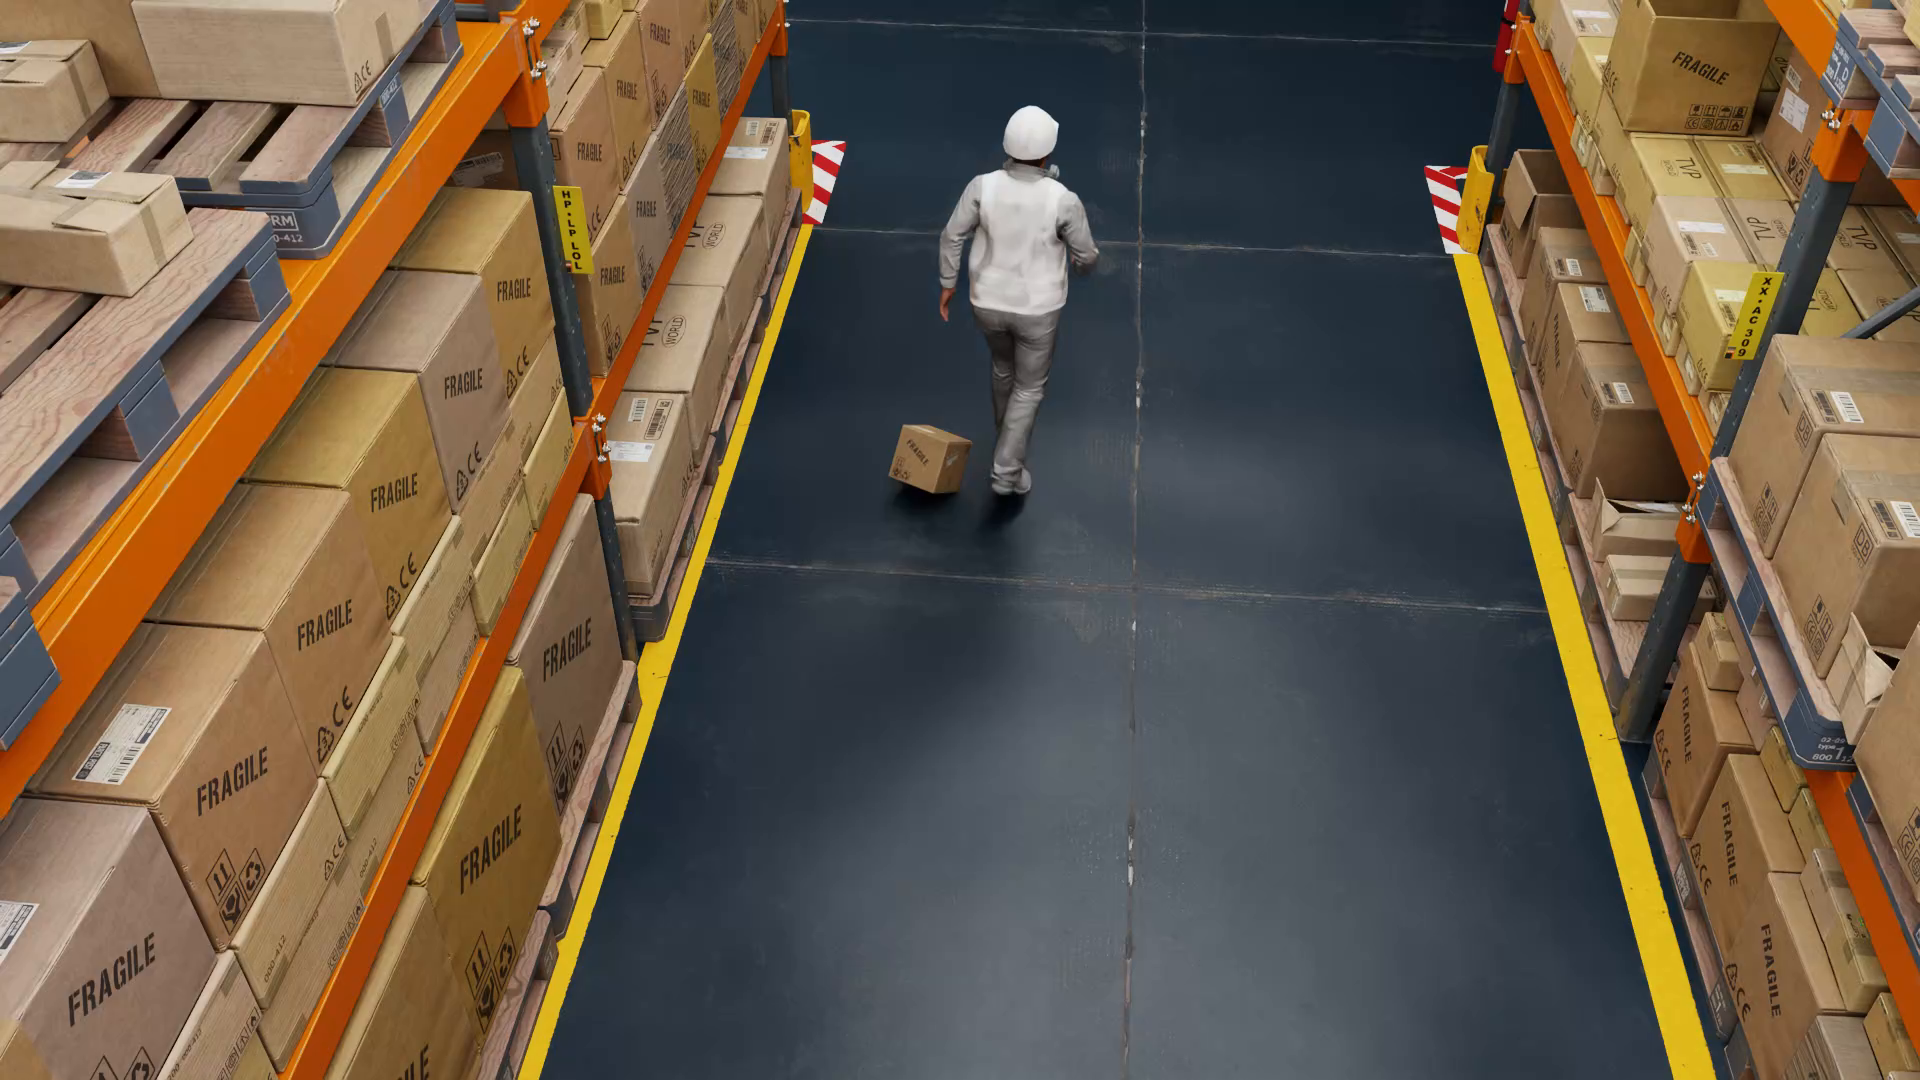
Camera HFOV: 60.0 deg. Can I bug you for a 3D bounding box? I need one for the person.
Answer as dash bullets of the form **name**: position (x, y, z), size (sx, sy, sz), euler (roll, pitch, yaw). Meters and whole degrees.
- **person**: position (0.254, -1.032, 7.375), size (0.673, 1.778, 0.802), euler (14, 42, 16)
